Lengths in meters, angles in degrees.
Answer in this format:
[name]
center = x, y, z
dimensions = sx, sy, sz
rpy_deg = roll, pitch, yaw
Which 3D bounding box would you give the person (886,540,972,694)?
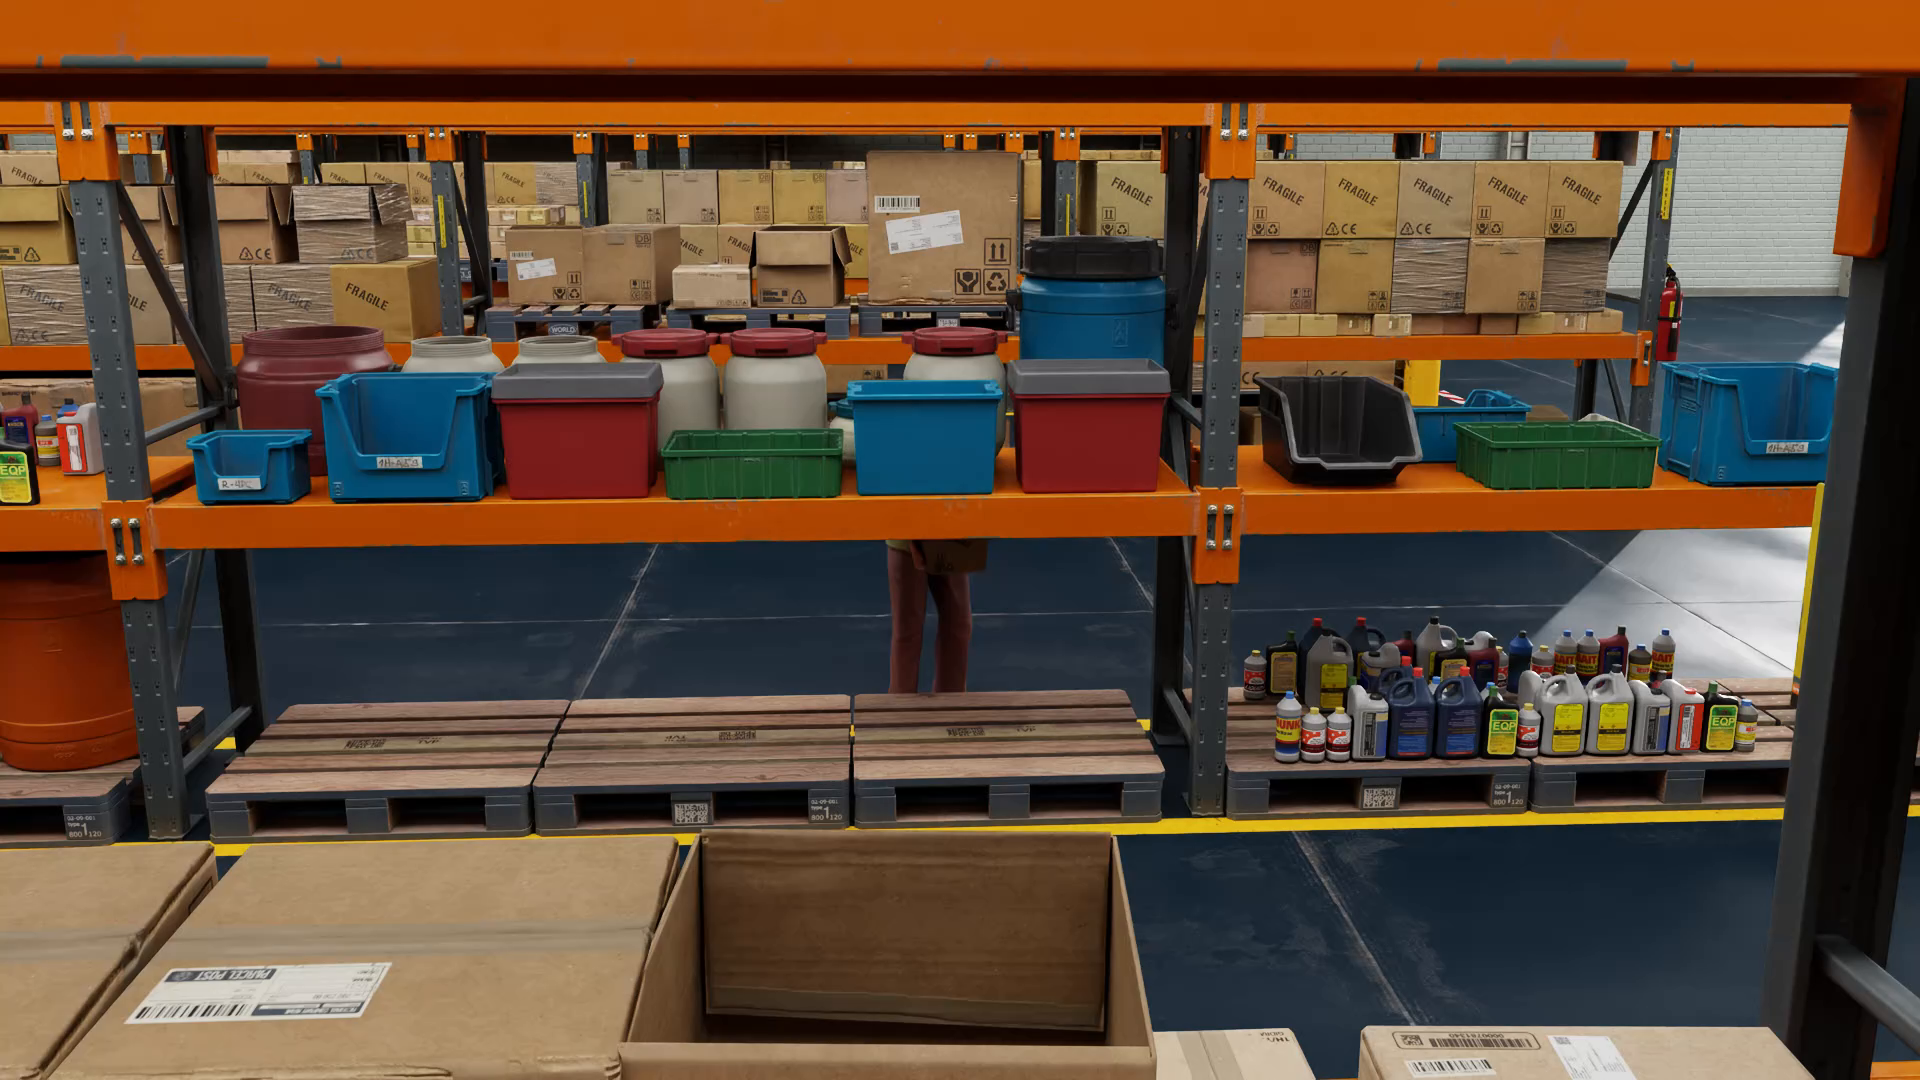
[person]
center = -0.097, 0.067, 7.251
dimensions = 0.409, 1.666, 0.530
rpy_deg = -5, 14, -20
